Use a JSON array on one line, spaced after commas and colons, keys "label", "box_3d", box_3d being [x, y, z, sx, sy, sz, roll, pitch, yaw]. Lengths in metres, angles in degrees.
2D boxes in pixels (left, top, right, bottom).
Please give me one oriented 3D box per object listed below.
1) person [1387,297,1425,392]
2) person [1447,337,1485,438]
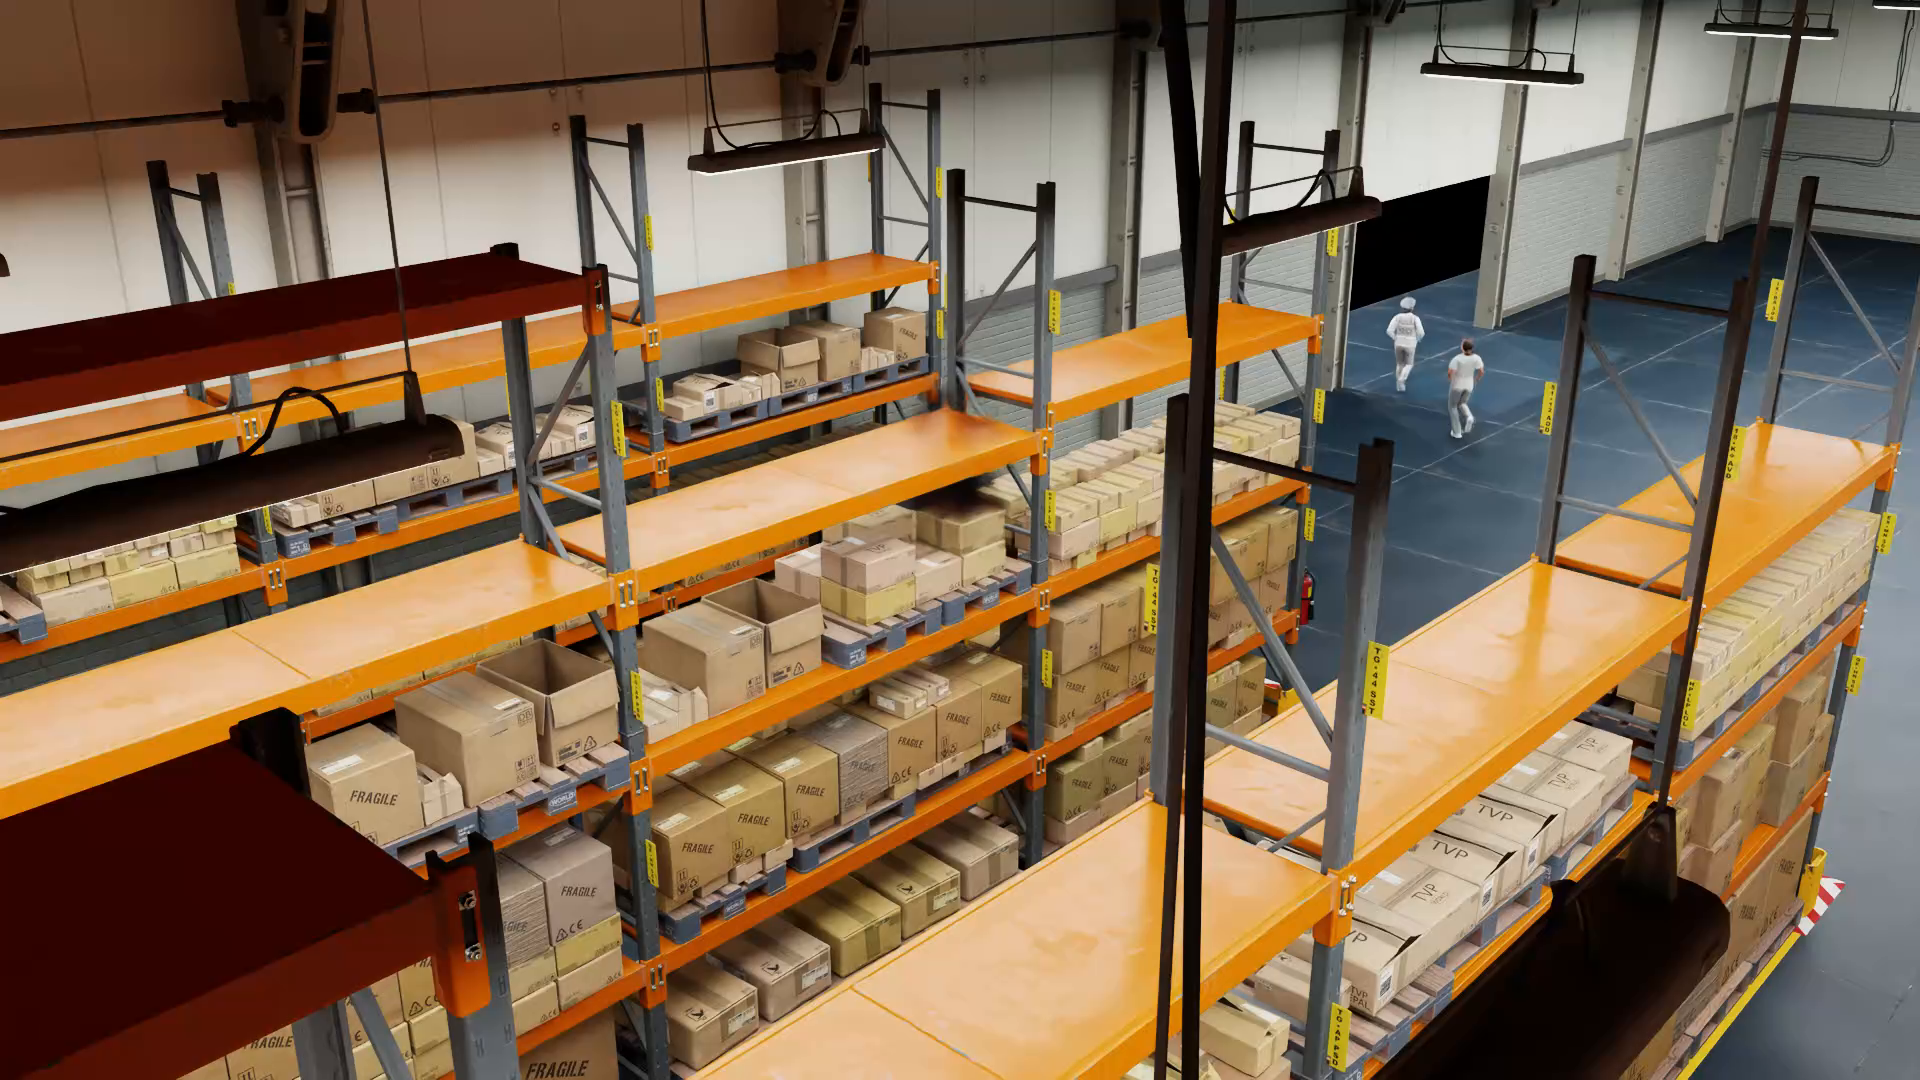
[{"label": "person", "box_3d": [7.556, -3.286, 28.227, 0.633, 1.675, 0.593, 11, 24, 27]}, {"label": "person", "box_3d": [7.828, -2.359, 25.875, 0.570, 1.626, 0.570, -1, 21, -3]}]
